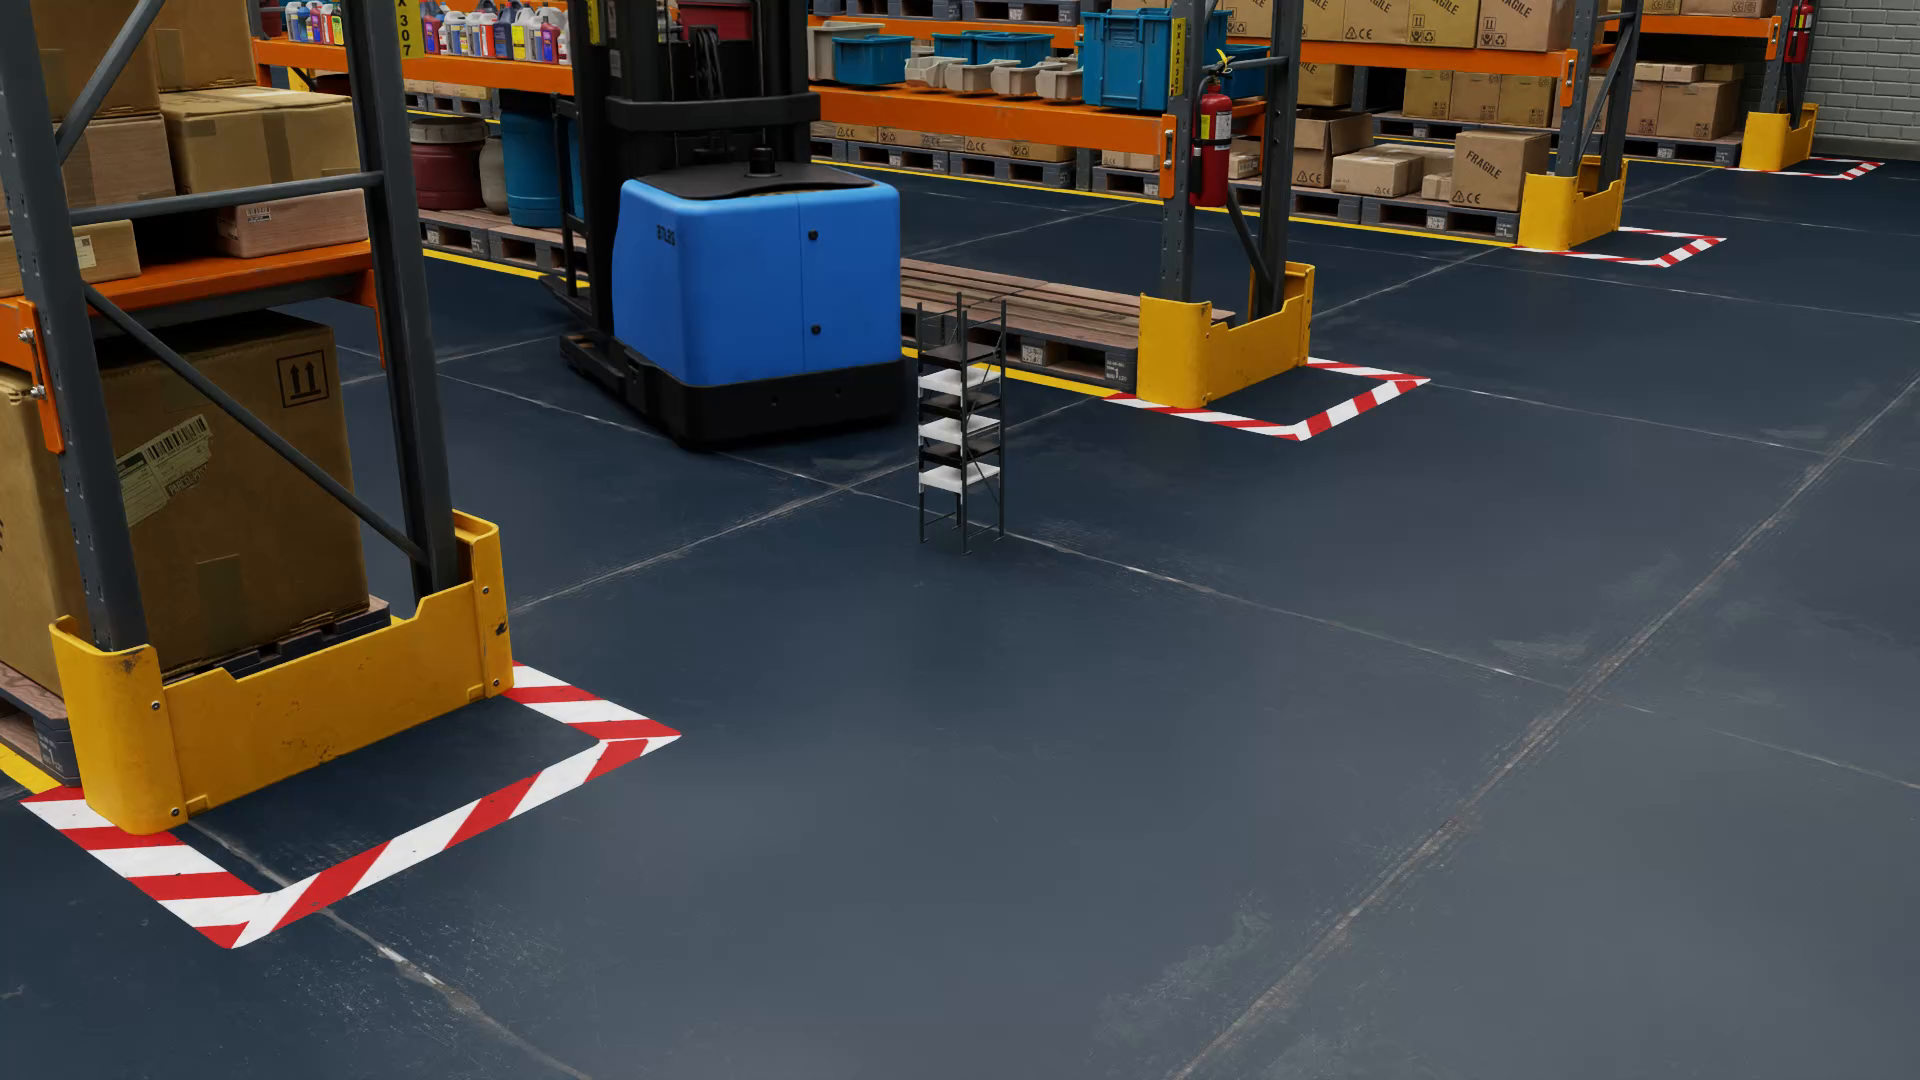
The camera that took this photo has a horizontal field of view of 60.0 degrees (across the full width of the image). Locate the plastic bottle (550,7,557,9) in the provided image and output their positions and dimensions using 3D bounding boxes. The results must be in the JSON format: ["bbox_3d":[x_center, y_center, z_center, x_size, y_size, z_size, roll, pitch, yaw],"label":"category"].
[{"bbox_3d":[-2.819,-3.506,11.390,0.135,0.276,0.152,16,26,36],"label":"plastic bottle"}]

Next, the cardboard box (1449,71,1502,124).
[{"bbox_3d":[5.362,-4.526,16.866,0.500,0.500,0.700,16,26,36],"label":"cardboard box"}]

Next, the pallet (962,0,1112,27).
[{"bbox_3d":[0.781,-4.570,14.308,1.213,0.211,1.003,16,26,36],"label":"pallet"}]

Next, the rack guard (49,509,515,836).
[{"bbox_3d":[-1.818,0.323,4.603,0.348,0.500,1.175,16,26,36],"label":"rack guard"}]

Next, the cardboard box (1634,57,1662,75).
[{"bbox_3d":[6.590,-4.569,16.061,0.250,0.149,0.380,16,26,37],"label":"cardboard box"}]

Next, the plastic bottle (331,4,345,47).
[{"bbox_3d":[-4.339,-3.606,11.644,0.133,0.283,0.061,16,26,36],"label":"plastic bottle"}]

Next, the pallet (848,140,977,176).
[{"bbox_3d":[-0.273,-3.590,15.389,1.213,0.211,1.003,16,26,36],"label":"pallet"}]

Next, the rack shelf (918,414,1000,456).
[{"bbox_3d":[0.006,-0.388,6.016,0.200,0.077,0.258,16,26,36],"label":"rack shelf"}]

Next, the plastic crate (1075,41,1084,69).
[{"bbox_3d":[0.802,-2.448,8.560,0.300,0.233,0.416,16,26,36],"label":"plastic crate"}]

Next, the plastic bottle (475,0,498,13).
[{"bbox_3d":[-3.338,-3.692,11.778,0.185,0.351,0.144,16,26,36],"label":"plastic bottle"}]

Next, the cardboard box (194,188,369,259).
[{"bbox_3d":[-1.903,-0.904,4.670,0.250,0.149,0.380,16,26,37],"label":"cardboard box"}]

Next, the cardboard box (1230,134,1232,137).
[{"bbox_3d":[1.951,-3.438,13.954,0.500,0.500,0.500,16,26,36],"label":"cardboard box"}]

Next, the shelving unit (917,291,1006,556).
[{"bbox_3d":[0.006,-0.419,6.005,0.210,0.900,0.258,16,26,36],"label":"shelving unit"}]

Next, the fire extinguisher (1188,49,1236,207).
[{"bbox_3d":[1.124,-1.837,7.428,0.183,0.674,0.296,16,26,36],"label":"fire extinguisher"}]

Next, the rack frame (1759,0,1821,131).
[{"bbox_3d":[7.559,-4.914,14.949,0.127,3.000,1.000,16,26,36],"label":"rack frame"}]

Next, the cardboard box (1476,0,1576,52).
[{"bbox_3d":[3.911,-3.632,11.405,0.500,0.500,0.500,17,27,38],"label":"cardboard box"}]

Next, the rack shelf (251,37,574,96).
[{"bbox_3d":[-3.354,-3.208,11.444,4.000,0.370,1.077,16,26,36],"label":"rack shelf"}]

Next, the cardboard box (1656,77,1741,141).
[{"bbox_3d":[6.953,-4.070,15.657,0.500,0.500,0.700,16,26,36],"label":"cardboard box"}]

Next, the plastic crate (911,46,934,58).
[{"bbox_3d":[-0.265,-2.697,9.357,0.466,0.136,0.293,16,26,36],"label":"plastic crate"}]

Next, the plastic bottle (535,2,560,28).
[{"bbox_3d":[-2.632,-3.230,10.553,0.185,0.351,0.144,16,26,36],"label":"plastic bottle"}]

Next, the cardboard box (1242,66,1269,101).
[{"bbox_3d":[3.184,-5.304,18.434,0.750,0.750,0.750,17,27,38],"label":"cardboard box"}]

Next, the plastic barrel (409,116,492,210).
[{"bbox_3d":[-3.638,-2.703,11.906,0.708,0.588,0.600,16,26,36],"label":"plastic barrel"}]

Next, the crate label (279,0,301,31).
[{"bbox_3d":[-5.502,-4.303,13.278,0.616,0.435,0.502,16,26,36],"label":"crate label"}]

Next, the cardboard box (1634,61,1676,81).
[{"bbox_3d":[6.540,-4.409,15.637,0.250,0.149,0.380,17,26,38],"label":"cardboard box"}]

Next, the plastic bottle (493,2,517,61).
[{"bbox_3d":[-2.866,-3.232,10.558,0.185,0.351,0.144,16,26,36],"label":"plastic bottle"}]

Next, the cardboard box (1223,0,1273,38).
[{"bbox_3d":[2.338,-4.085,12.607,0.500,0.500,0.500,16,26,36],"label":"cardboard box"}]

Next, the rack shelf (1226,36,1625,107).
[{"bbox_3d":[2.880,-3.669,12.666,4.000,0.370,1.077,16,26,36],"label":"rack shelf"}]

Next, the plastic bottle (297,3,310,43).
[{"bbox_3d":[-4.700,-3.712,11.944,0.097,0.271,0.097,0,21,0],"label":"plastic bottle"}]

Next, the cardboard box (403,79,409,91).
[{"bbox_3d":[-6.530,-5.523,19.865,0.500,0.250,0.500,16,26,36],"label":"cardboard box"}]

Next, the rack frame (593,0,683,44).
[{"bbox_3d":[-1.804,-3.098,10.133,0.127,3.000,1.000,16,26,36],"label":"rack frame"}]

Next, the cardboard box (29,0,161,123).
[{"bbox_3d":[-2.381,-1.309,4.116,0.500,0.500,0.500,16,26,37],"label":"cardboard box"}]

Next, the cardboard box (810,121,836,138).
[{"bbox_3d":[-1.187,-4.085,15.670,0.500,0.500,0.500,15,25,34],"label":"cardboard box"}]

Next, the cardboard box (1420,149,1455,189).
[{"bbox_3d":[3.800,-2.789,12.586,0.500,0.250,0.500,16,26,36],"label":"cardboard box"}]

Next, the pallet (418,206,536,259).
[{"bbox_3d":[-3.325,-2.249,11.834,1.213,0.211,1.003,16,26,36],"label":"pallet"}]

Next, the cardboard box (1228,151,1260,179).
[{"bbox_3d":[2.196,-2.989,13.235,0.250,0.166,0.380,16,26,36],"label":"cardboard box"}]

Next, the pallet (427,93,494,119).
[{"bbox_3d":[-5.457,-5.121,19.448,1.213,0.211,1.003,16,26,36],"label":"pallet"}]

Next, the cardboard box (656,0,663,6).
[{"bbox_3d":[-3.078,-5.761,17.052,0.500,0.500,0.500,14,25,33],"label":"cardboard box"}]

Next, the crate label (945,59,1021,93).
[{"bbox_3d":[0.102,-2.367,8.483,0.243,0.136,0.396,16,26,36],"label":"crate label"}]

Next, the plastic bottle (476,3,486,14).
[{"bbox_3d":[-3.382,-3.627,11.700,0.133,0.283,0.061,16,26,36],"label":"plastic bottle"}]

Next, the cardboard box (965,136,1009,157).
[{"bbox_3d":[0.389,-3.632,14.468,0.500,0.500,0.500,16,26,36],"label":"cardboard box"}]

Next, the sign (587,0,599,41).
[{"bbox_3d":[-2.153,-3.078,9.687,0.005,0.325,0.100,16,26,36],"label":"sign"}]

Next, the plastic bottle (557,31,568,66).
[{"bbox_3d":[-2.421,-3.023,10.216,0.097,0.201,0.097,0,21,0],"label":"plastic bottle"}]

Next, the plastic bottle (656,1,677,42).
[{"bbox_3d":[-1.903,-3.252,10.609,0.185,0.351,0.144,16,26,36],"label":"plastic bottle"}]

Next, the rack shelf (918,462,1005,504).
[{"bbox_3d":[0.006,-0.220,6.080,0.200,0.077,0.258,16,26,36],"label":"rack shelf"}]

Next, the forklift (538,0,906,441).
[{"bbox_3d":[-1.397,-2.267,8.026,1.130,2.935,3.031,-11,23,-27],"label":"forklift"}]

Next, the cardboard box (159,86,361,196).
[{"bbox_3d":[-2.038,-1.102,4.630,0.500,0.250,0.500,15,25,35],"label":"cardboard box"}]

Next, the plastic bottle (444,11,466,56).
[{"bbox_3d":[-3.272,-3.316,10.886,0.135,0.276,0.152,16,26,36],"label":"plastic bottle"}]

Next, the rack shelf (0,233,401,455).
[{"bbox_3d":[-3.386,-0.962,5.487,4.000,0.370,1.077,16,26,36],"label":"rack shelf"}]

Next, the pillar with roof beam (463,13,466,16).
[{"bbox_3d":[-11.118,-11.533,23.998,0.400,9.000,9.100,16,26,36],"label":"pillar with roof beam"}]

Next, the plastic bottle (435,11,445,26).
[{"bbox_3d":[-3.444,-3.378,11.058,0.097,0.271,0.097,0,21,0],"label":"plastic bottle"}]
